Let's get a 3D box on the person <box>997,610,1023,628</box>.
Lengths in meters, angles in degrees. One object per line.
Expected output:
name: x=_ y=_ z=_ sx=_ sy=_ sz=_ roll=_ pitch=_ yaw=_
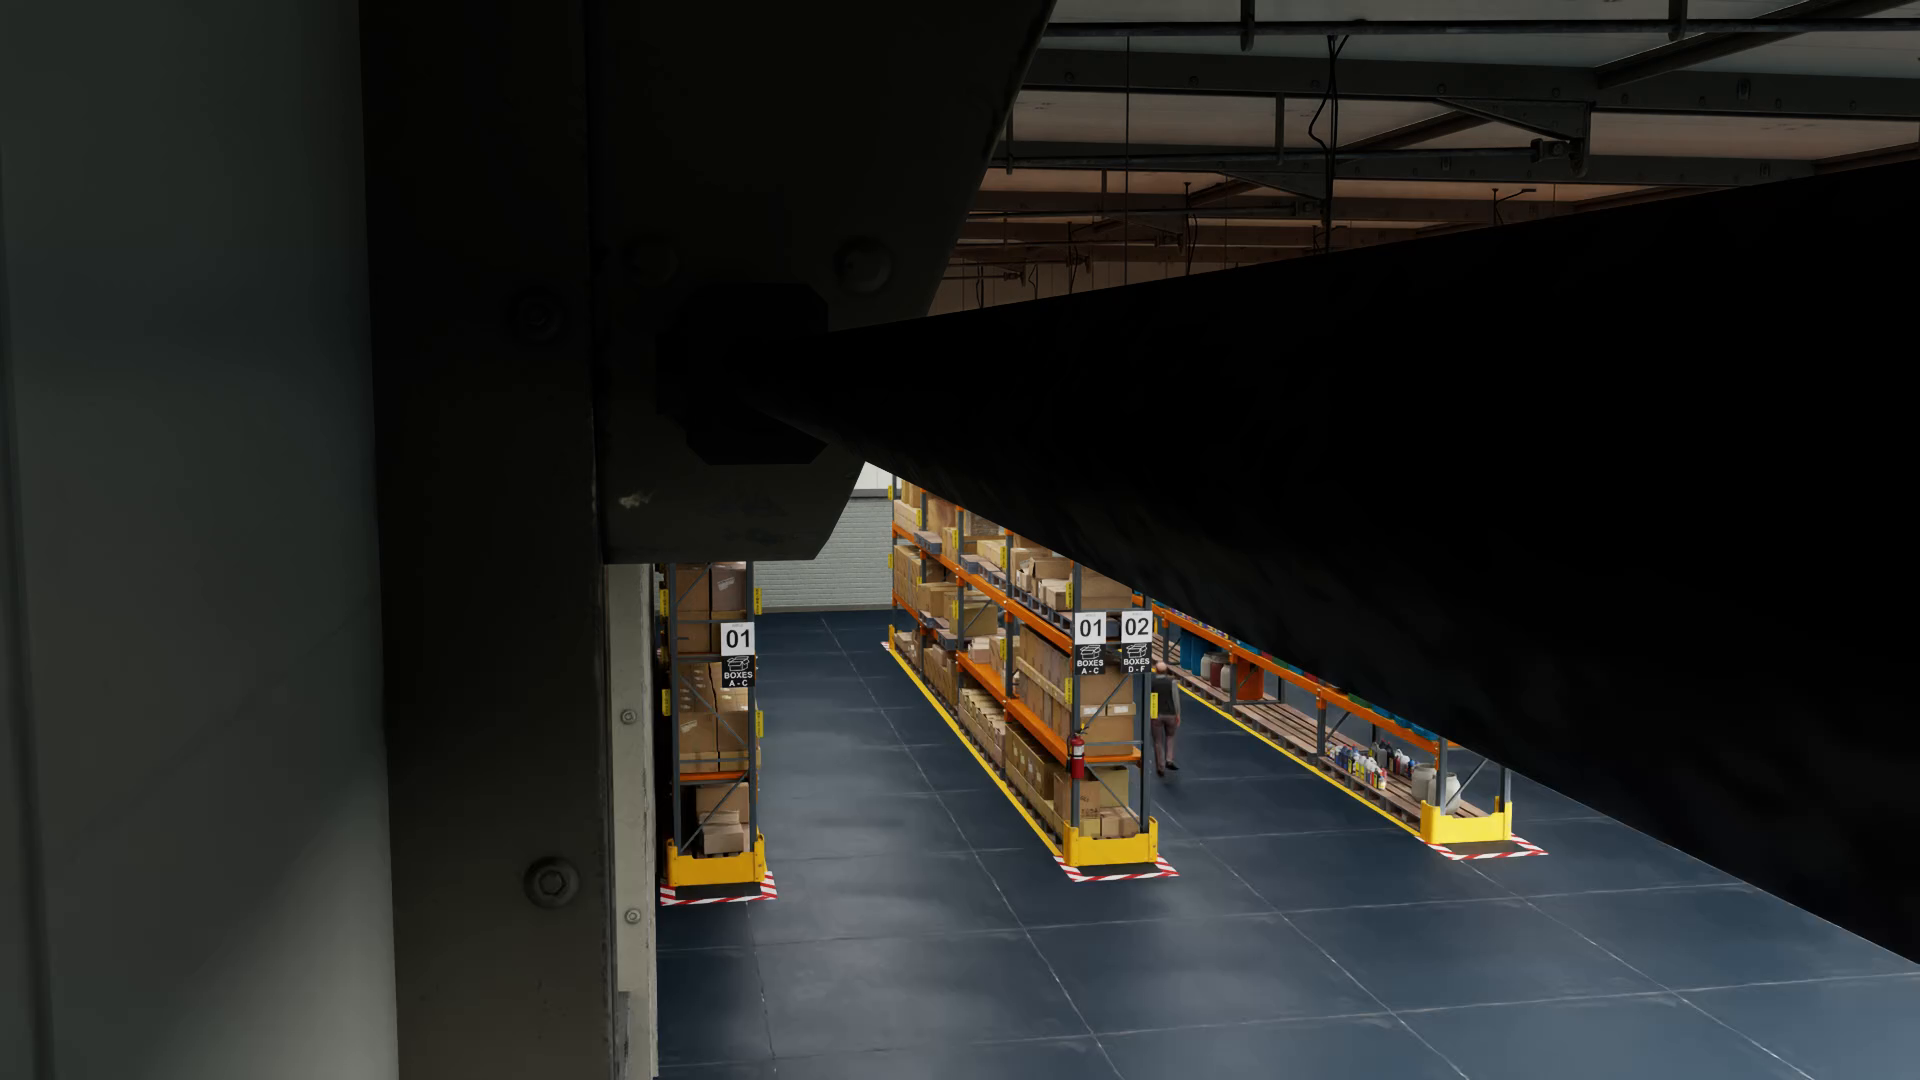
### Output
person: x=1.168 y=1.306 z=39.351 sx=1.042 sy=1.559 sz=0.430 roll=3 pitch=7 yaw=24

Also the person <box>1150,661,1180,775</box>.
person: x=3.084 y=2.715 z=25.499 sx=0.570 sy=1.712 sz=0.540 roll=0 pitch=6 yaw=3
